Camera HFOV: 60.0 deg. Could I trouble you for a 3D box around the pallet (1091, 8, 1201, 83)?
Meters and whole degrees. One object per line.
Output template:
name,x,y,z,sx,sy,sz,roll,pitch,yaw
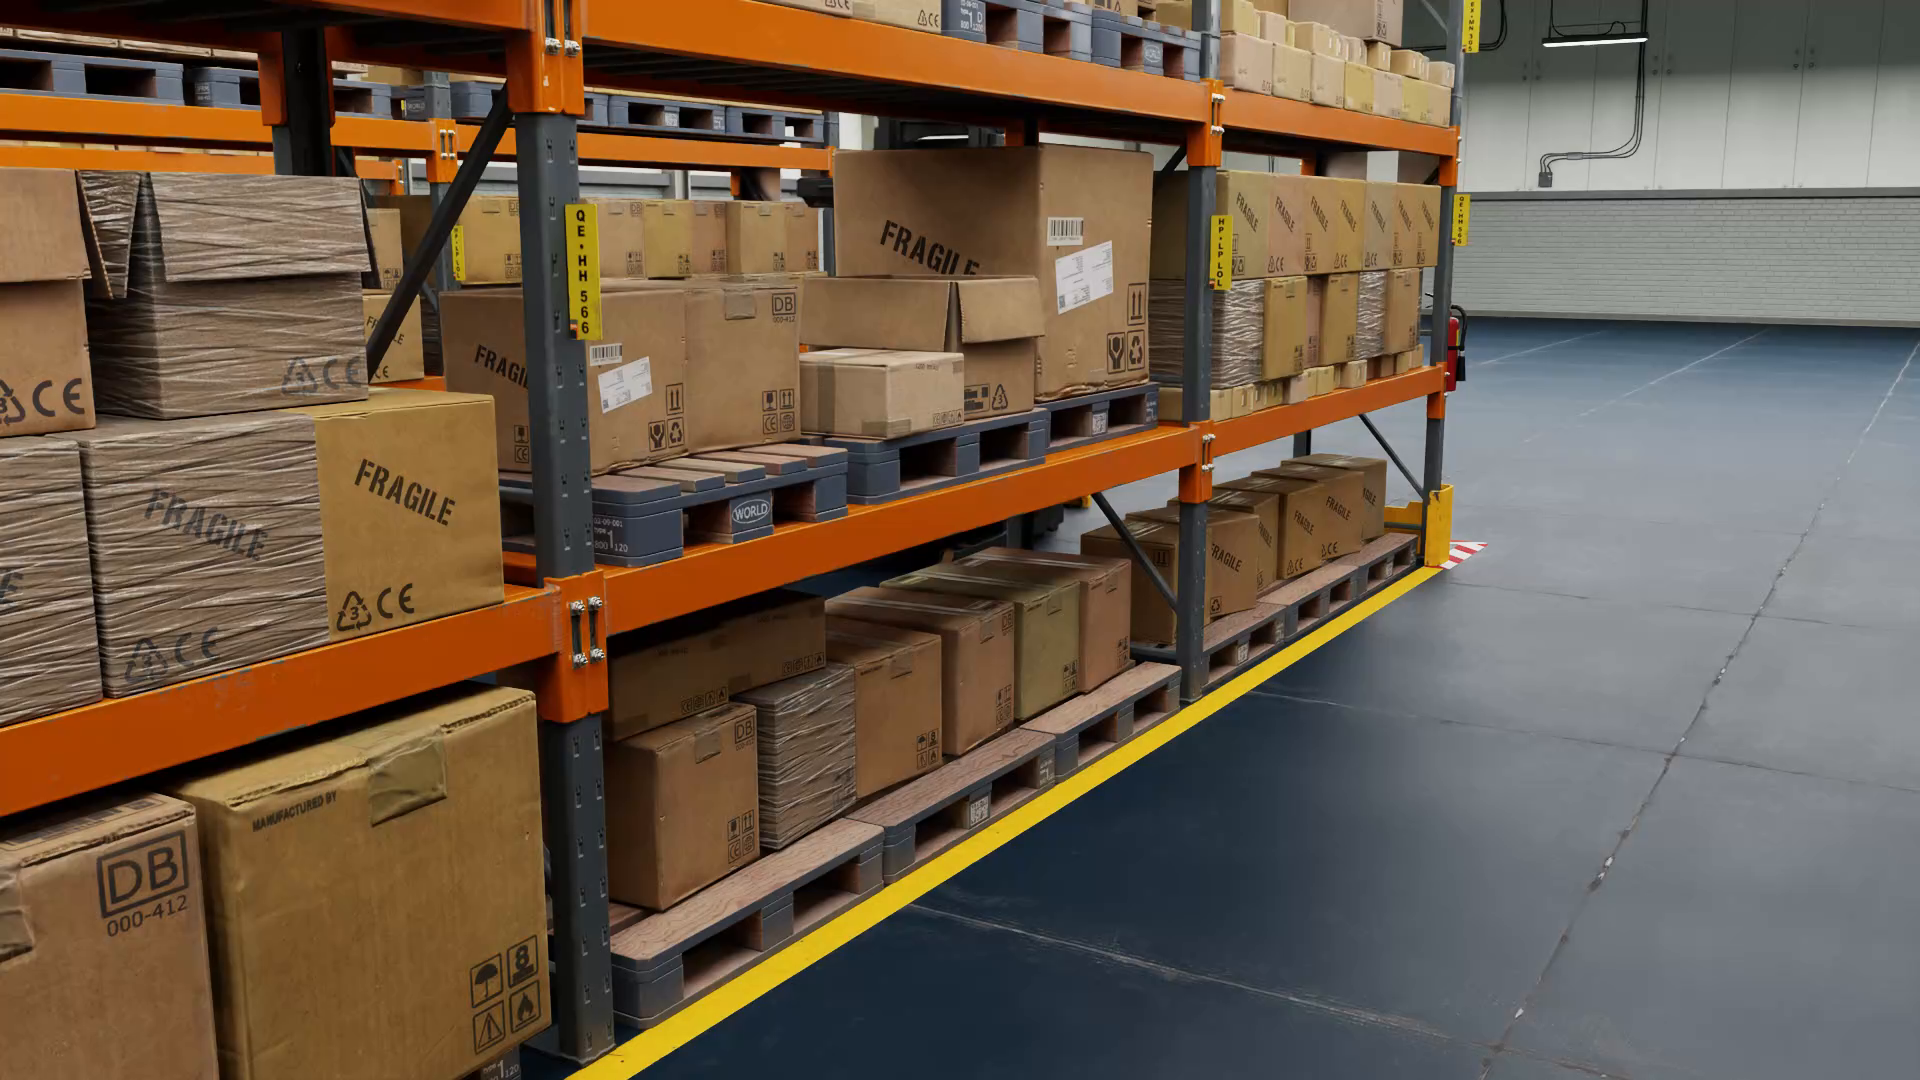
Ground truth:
pallet,0.275,-2.057,7.066,1.213,0.211,1.003,6,12,31

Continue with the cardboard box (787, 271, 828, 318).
cardboard box,-1.578,-1.892,13.417,0.875,0.550,0.550,6,12,31

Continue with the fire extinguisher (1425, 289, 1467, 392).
fire extinguisher,3.216,-1.327,11.018,0.296,0.674,0.183,6,12,31

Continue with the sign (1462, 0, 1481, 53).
sign,3.227,-3.245,10.492,0.100,0.325,0.005,6,12,31

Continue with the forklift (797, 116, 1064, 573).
forklift,-0.362,-1.311,10.907,1.130,2.935,3.031,5,12,27

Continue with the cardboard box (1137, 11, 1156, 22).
cardboard box,0.825,-2.471,8.089,0.380,0.149,0.250,7,12,31

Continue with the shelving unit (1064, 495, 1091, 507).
shelving unit,0.548,-0.947,12.853,0.587,1.500,1.083,5,12,27

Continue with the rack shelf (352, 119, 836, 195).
rack shelf,-2.462,-2.687,11.876,1.077,0.370,4.000,6,12,31

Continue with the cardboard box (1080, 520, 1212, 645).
cardboard box,0.928,0.201,8.296,0.500,0.500,0.500,6,12,29

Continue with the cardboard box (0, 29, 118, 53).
cardboard box,-4.487,-2.562,8.077,0.500,0.311,0.500,6,12,30

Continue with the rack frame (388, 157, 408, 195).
rack frame,-5.707,-2.338,16.207,1.000,3.000,0.127,6,12,31

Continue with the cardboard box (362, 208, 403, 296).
cardboard box,-3.753,-1.714,9.884,0.700,0.500,0.500,6,12,30

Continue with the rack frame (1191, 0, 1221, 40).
rack frame,0.686,-3.711,7.237,1.000,3.000,0.127,6,12,31

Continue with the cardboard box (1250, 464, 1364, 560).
cardboard box,2.143,-0.175,10.305,0.500,0.500,0.500,-10,14,-43

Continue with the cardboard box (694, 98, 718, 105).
cardboard box,-1.967,-3.203,11.945,0.380,0.149,0.250,6,12,31

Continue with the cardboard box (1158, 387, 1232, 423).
cardboard box,1.055,-0.644,7.839,0.380,0.149,0.250,6,12,31

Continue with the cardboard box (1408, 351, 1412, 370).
cardboard box,2.661,-1.164,10.618,0.380,0.149,0.250,6,12,31

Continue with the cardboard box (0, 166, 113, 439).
cardboard box,-2.125,-0.460,3.175,0.797,0.503,0.637,7,13,32

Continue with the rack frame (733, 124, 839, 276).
rack frame,-1.424,-1.881,13.766,1.000,3.000,0.127,6,12,31

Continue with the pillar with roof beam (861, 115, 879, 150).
pillar with roof beam,1.942,-8.157,30.984,9.100,9.000,0.548,6,12,31

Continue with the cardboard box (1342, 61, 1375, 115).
cardboard box,1.943,-2.454,9.080,0.500,0.250,0.500,6,12,30

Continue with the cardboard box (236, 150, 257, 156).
cardboard box,-6.342,-3.408,14.450,0.380,0.149,0.250,6,12,29

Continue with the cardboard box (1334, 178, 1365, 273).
cardboard box,1.905,-1.733,9.175,0.500,0.500,0.500,6,12,31

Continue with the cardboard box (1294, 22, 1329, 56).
cardboard box,1.661,-2.546,8.489,0.380,0.149,0.250,6,12,30

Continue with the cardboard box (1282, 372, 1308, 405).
cardboard box,1.589,-0.800,8.671,0.380,0.149,0.250,6,12,31

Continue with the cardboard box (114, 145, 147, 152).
cardboard box,-6.882,-3.248,13.595,0.380,0.149,0.250,6,12,29

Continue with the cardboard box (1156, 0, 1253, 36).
cardboard box,1.118,-2.381,7.606,0.380,0.149,0.250,6,12,29

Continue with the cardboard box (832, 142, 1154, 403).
cardboard box,0.154,-1.152,7.099,1.000,1.000,1.000,6,12,31

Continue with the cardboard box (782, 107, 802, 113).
cardboard box,-1.438,-3.363,12.801,0.380,0.149,0.250,7,12,31

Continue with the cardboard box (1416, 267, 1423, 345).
cardboard box,2.454,-1.503,10.665,0.875,0.500,0.500,6,12,31

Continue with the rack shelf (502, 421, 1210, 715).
rack shelf,-0.352,-0.094,6.175,1.077,0.370,4.000,6,12,31

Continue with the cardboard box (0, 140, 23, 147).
cardboard box,-7.408,-3.086,12.732,0.380,0.149,0.250,6,12,30

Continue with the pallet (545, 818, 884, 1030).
pallet,-0.984,1.115,5.341,1.003,0.211,1.213,6,12,31

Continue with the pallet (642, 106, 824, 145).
pallet,-1.800,-3.194,12.869,1.003,0.211,1.213,6,12,31

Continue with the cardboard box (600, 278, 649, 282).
cardboard box,-2.672,-1.547,11.575,0.875,0.550,0.550,6,12,31

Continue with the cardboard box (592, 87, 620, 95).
cardboard box,-2.494,-3.044,11.093,0.380,0.149,0.250,6,12,30

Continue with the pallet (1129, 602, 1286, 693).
pallet,1.005,0.499,8.628,1.003,0.211,1.213,6,12,31

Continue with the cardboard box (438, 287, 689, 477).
cardboard box,-1.144,-0.478,4.855,0.500,0.500,0.500,5,12,24

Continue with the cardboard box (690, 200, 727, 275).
cardboard box,-2.263,-2.261,12.450,0.875,0.550,0.550,6,12,31

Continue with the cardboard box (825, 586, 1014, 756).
cardboard box,-0.205,0.506,6.613,0.700,0.500,0.500,5,12,26

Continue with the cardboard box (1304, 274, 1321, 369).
cardboard box,1.436,-1.186,8.973,0.875,0.500,0.500,6,12,31

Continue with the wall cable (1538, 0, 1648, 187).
wall cable,15.258,-11.554,39.891,2.305,6.003,0.169,6,12,31

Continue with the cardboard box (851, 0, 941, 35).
cardboard box,-0.403,-1.746,5.299,0.500,0.250,0.500,7,13,32

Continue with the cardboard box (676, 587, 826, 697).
cardboard box,-0.802,0.318,5.578,0.500,0.250,0.500,8,13,37

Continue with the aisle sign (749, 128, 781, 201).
aisle sign,-1.643,-3.199,13.739,0.394,0.787,0.004,6,12,31

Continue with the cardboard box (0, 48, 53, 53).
cardboard box,-4.914,-2.702,8.315,0.500,0.500,0.500,6,12,31

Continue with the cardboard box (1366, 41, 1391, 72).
cardboard box,2.204,-2.711,9.369,0.380,0.149,0.250,6,12,28

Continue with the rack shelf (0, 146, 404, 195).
rack shelf,-6.745,-3.144,14.317,1.077,0.370,4.000,6,12,31

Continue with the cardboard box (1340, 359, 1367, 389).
cardboard box,2.102,-0.957,9.514,0.380,0.149,0.250,6,12,31

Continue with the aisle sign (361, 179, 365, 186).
aisle sign,-5.940,-3.655,16.178,0.394,0.787,0.004,6,12,31
